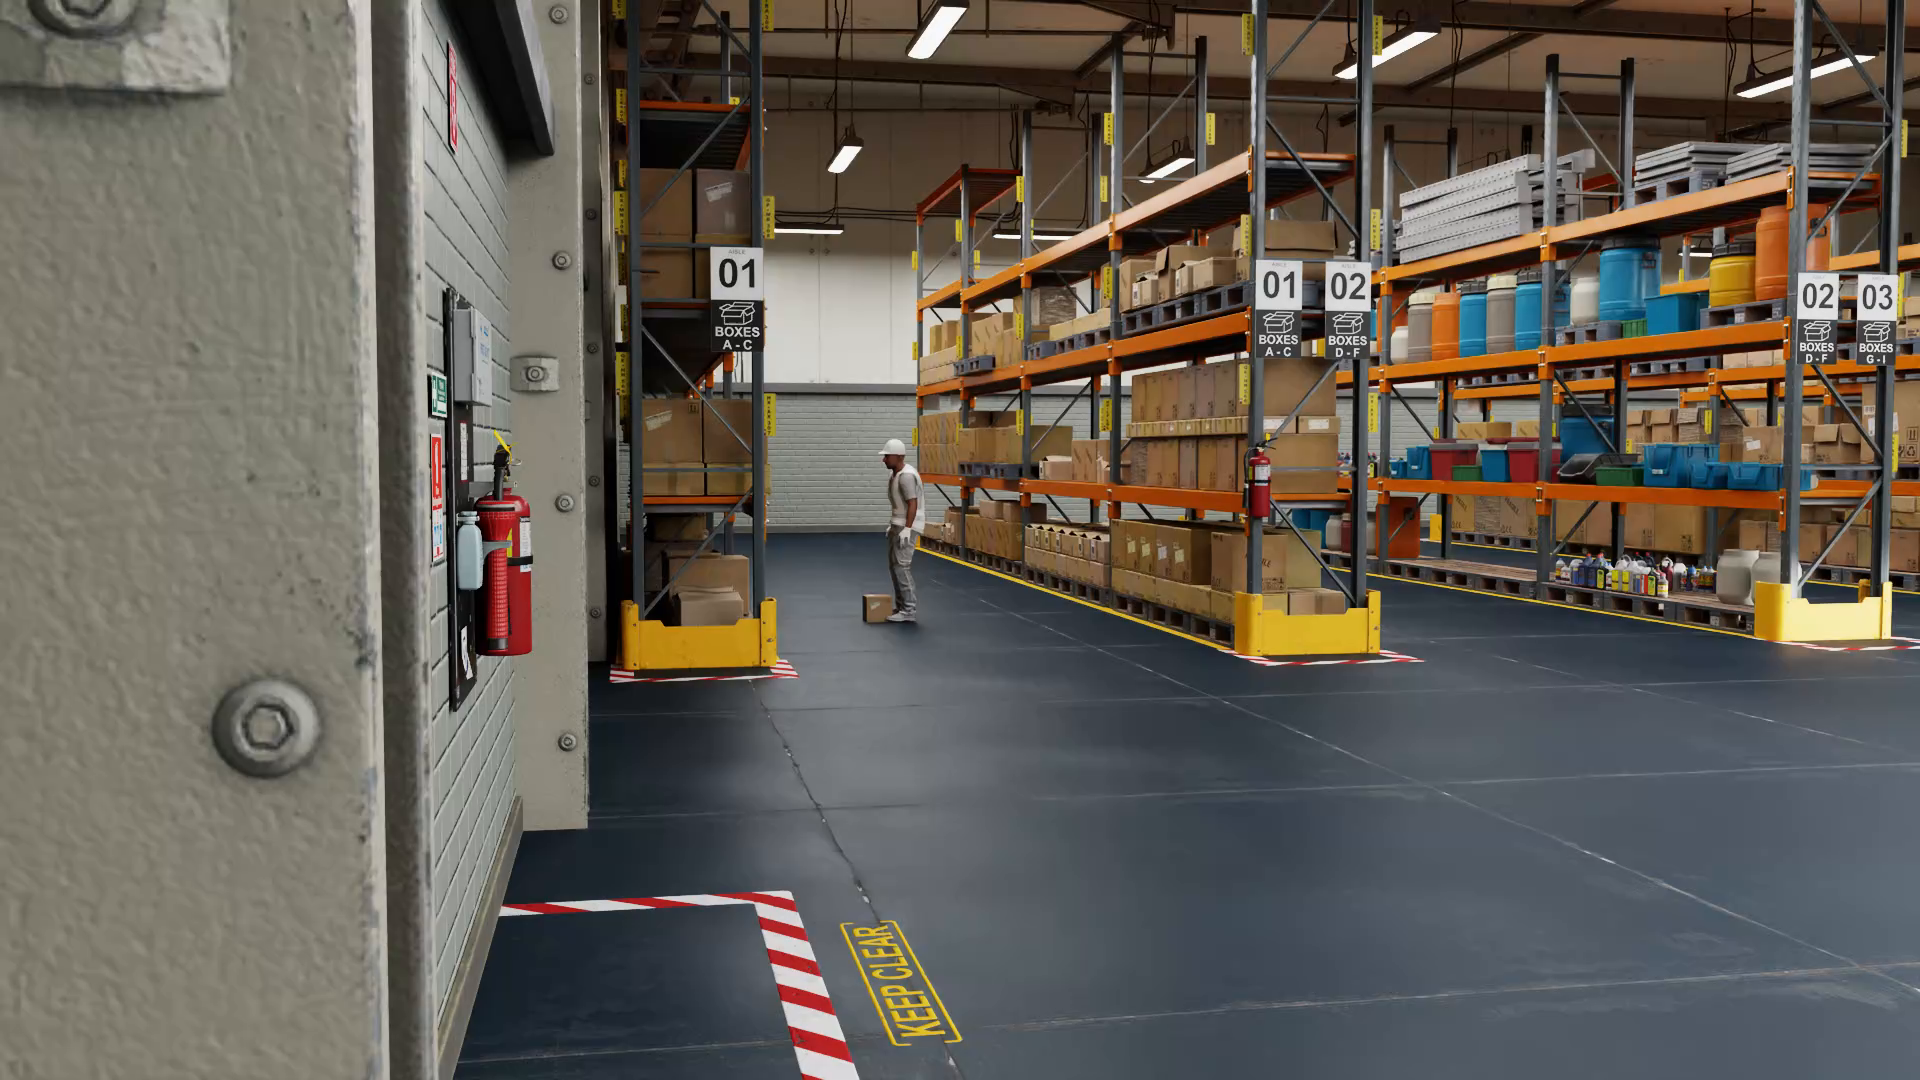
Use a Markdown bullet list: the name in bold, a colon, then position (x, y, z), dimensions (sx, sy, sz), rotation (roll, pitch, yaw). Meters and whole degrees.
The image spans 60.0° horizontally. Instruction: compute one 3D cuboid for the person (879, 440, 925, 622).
- **person**: position (-0.581, -0.093, 16.261), dimensions (0.451, 1.773, 0.625), rotation (-1, 3, -15)
